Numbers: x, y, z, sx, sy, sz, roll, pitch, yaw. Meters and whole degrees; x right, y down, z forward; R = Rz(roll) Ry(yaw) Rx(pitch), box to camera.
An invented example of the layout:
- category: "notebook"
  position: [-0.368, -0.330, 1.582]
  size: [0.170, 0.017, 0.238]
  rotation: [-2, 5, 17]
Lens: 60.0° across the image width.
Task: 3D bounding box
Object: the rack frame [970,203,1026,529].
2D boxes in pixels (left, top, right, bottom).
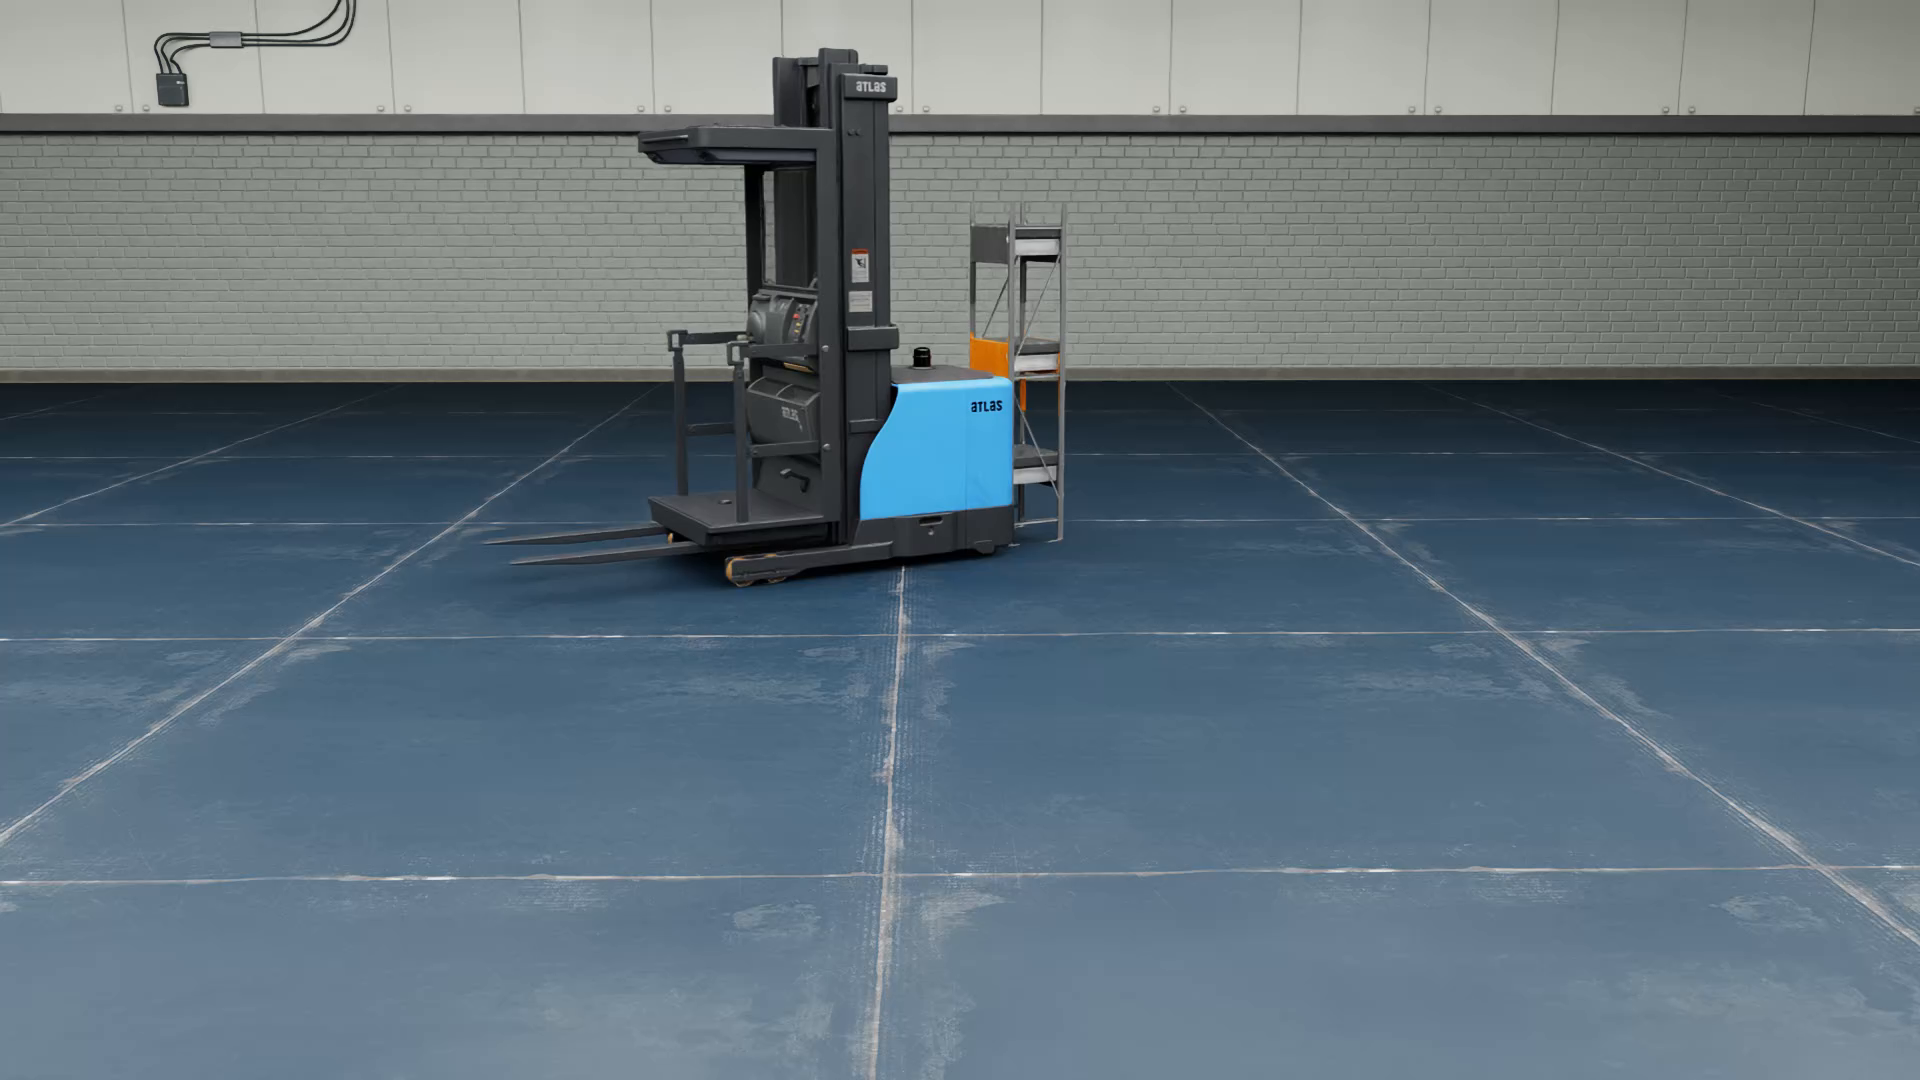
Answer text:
- category: "rack frame"
  position: [0.239, -1.089, 10.648]
  size: [0.400, 2.100, 0.015]
  rotation: [-6, 13, -28]

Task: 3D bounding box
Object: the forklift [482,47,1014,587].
- category: "forklift"
  position: [-1.212, -1.295, 9.569]
  size: [3.031, 2.935, 1.130]
  rotation: [-6, 13, -28]

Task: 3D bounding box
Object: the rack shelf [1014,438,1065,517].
- category: "rack shelf"
  position: [0.356, -0.348, 10.580]
  size: [0.431, 0.518, 0.480]
  rotation: [-6, 13, -28]

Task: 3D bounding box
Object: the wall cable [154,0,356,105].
- category: "wall cable"
  position: [-8.045, -7.946, 18.542]
  size: [2.305, 6.003, 0.169]
  rotation: [0, 11, -1]

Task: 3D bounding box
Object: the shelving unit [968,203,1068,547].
- category: "shelving unit"
  position: [0.356, -1.047, 10.438]
  size: [0.431, 2.100, 0.503]
  rotation: [-6, 13, -28]

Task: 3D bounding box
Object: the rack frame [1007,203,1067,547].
- category: "rack frame"
  position: [0.473, -1.004, 10.228]
  size: [0.400, 2.100, 0.015]
  rotation: [-6, 13, -28]

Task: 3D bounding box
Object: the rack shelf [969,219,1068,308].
- category: "rack shelf"
  position: [0.356, -1.720, 10.302]
  size: [0.431, 0.518, 0.480]
  rotation: [-6, 13, -28]

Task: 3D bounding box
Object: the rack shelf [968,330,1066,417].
- category: "rack shelf"
  position: [0.356, -1.034, 10.441]
  size: [0.431, 0.518, 0.480]
  rotation: [-6, 13, -28]
